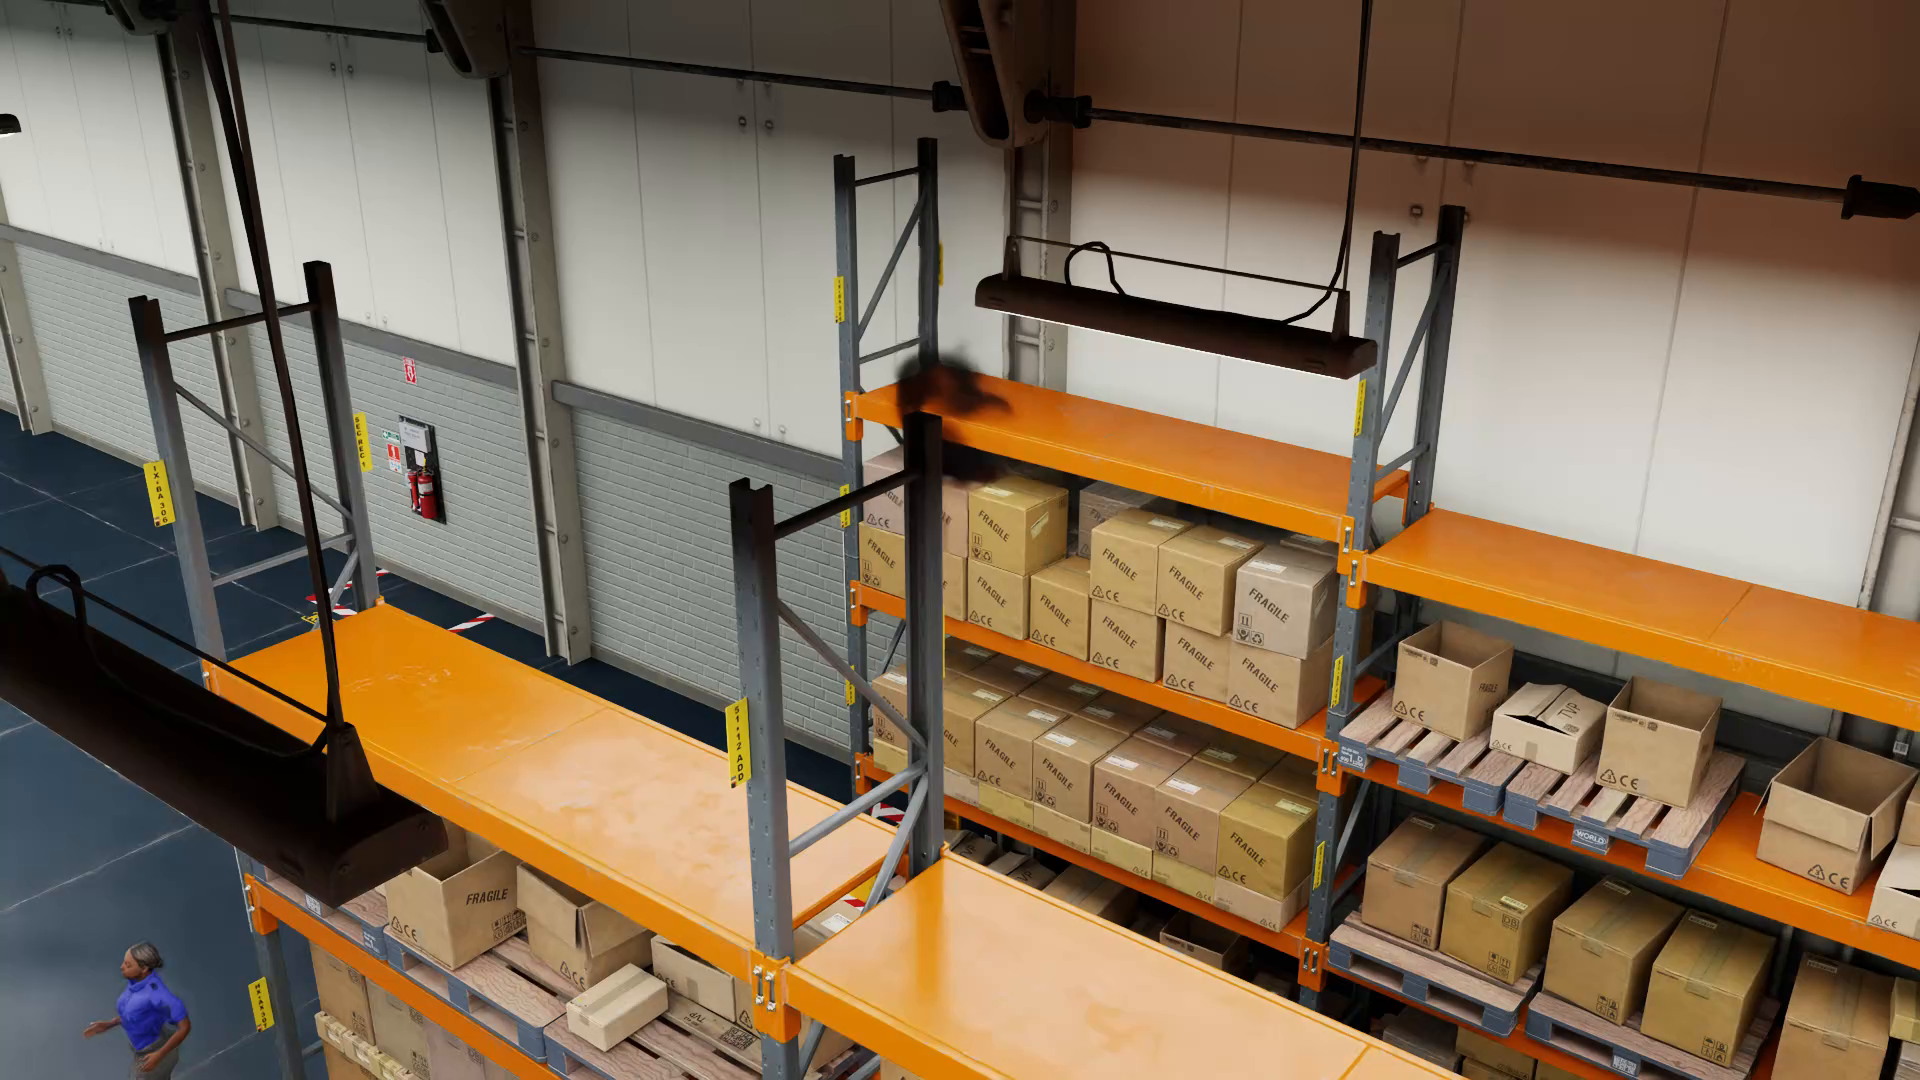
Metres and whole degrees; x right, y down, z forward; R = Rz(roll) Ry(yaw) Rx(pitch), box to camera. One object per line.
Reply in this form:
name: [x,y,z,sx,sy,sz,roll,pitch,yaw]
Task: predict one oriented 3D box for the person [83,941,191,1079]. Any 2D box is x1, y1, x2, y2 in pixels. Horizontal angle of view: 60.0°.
person: [-5.168,3.284,10.530,0.589,1.619,0.562,-15,27,-31]
